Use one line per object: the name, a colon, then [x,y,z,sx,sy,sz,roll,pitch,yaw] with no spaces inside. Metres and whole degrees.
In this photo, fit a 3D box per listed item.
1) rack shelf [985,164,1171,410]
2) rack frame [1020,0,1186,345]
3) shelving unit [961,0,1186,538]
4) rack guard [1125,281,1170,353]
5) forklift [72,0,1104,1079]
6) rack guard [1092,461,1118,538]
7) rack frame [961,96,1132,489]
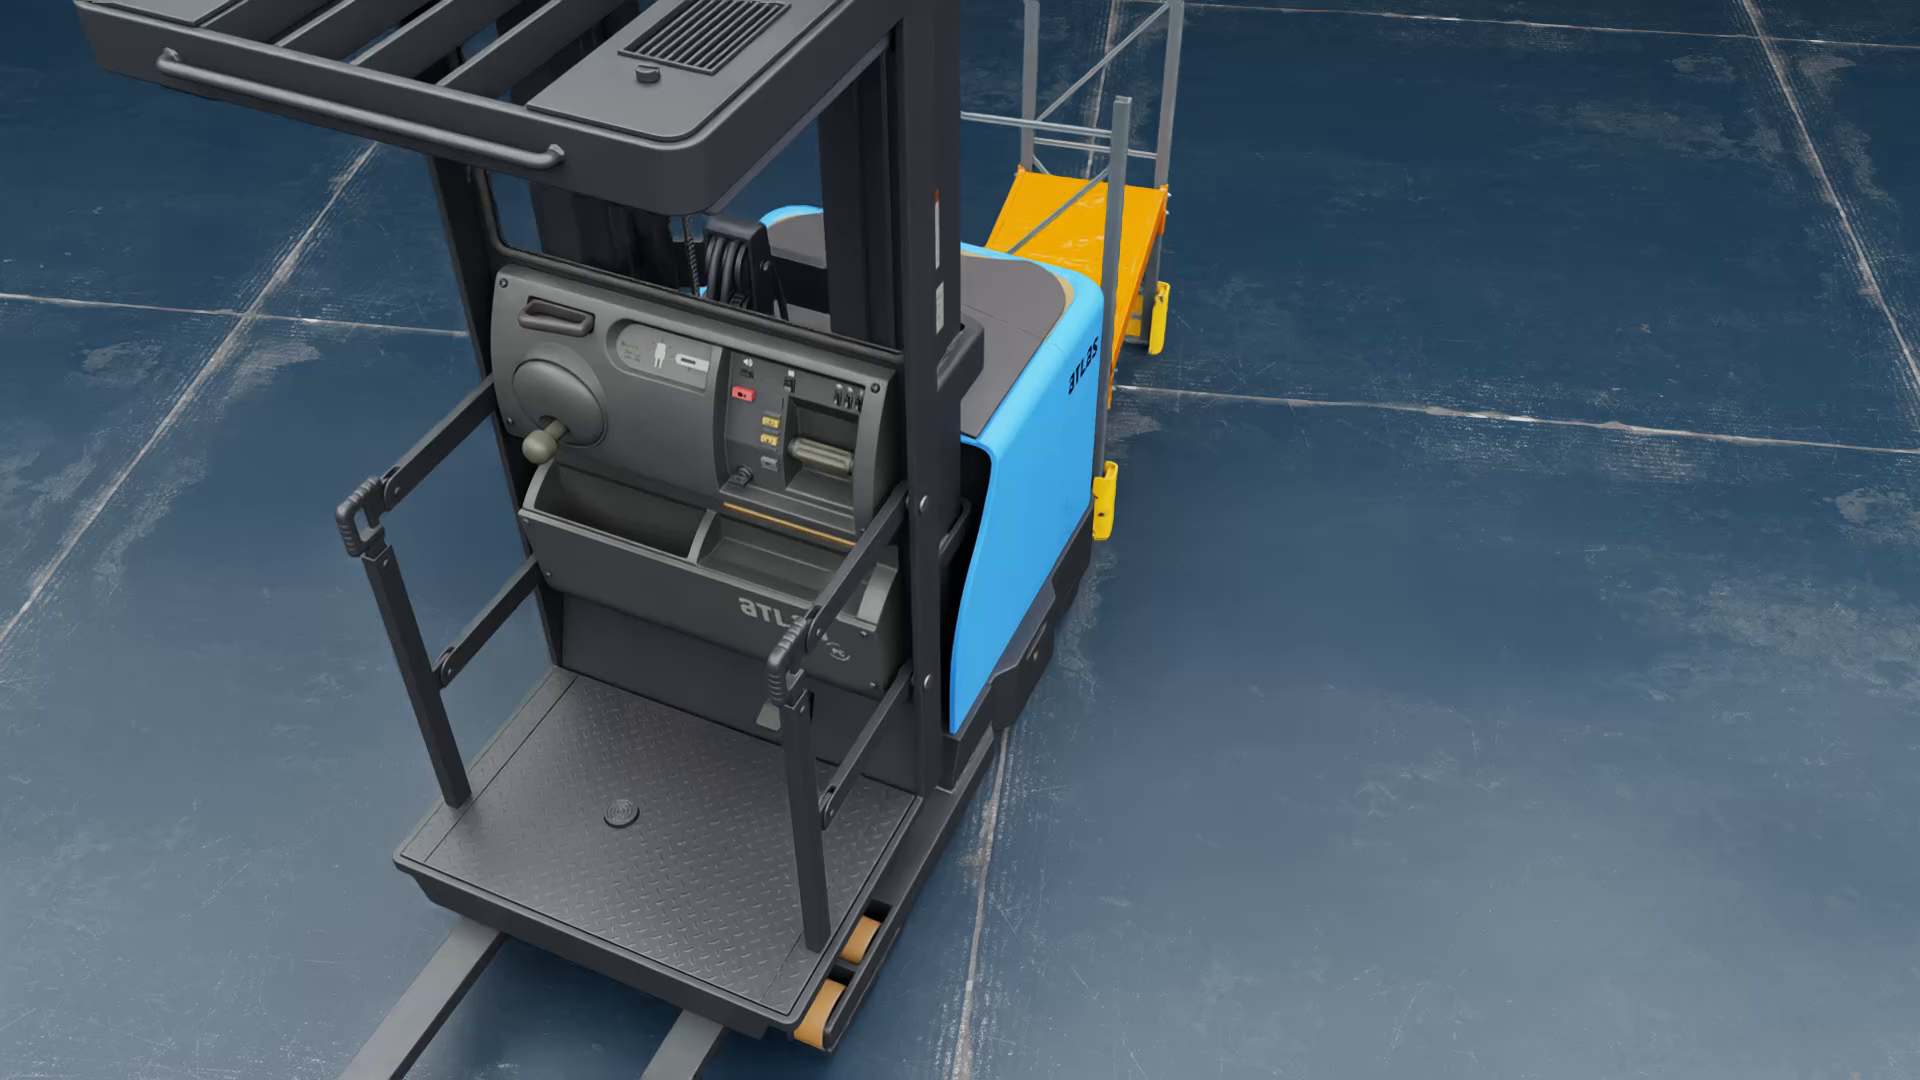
rack shelf: [0.323,-0.831,5.298,0.538,0.185,1.000,10,44,10]
rack frame: [0.450,-1.300,5.532,0.500,1.500,0.032,10,44,10]
shelving unit: [0.320,-0.956,5.168,0.587,1.500,1.083,10,44,10]
rack guard: [0.445,-0.833,5.948,0.587,0.250,0.087,10,44,10]
forklift: [-0.664,-0.198,3.328,1.130,2.935,3.031,17,46,17]
rack guard: [0.196,-0.170,5.248,0.587,0.250,0.087,10,44,10]
rack frame: [0.196,-0.623,4.817,0.500,1.500,0.032,10,44,10]
